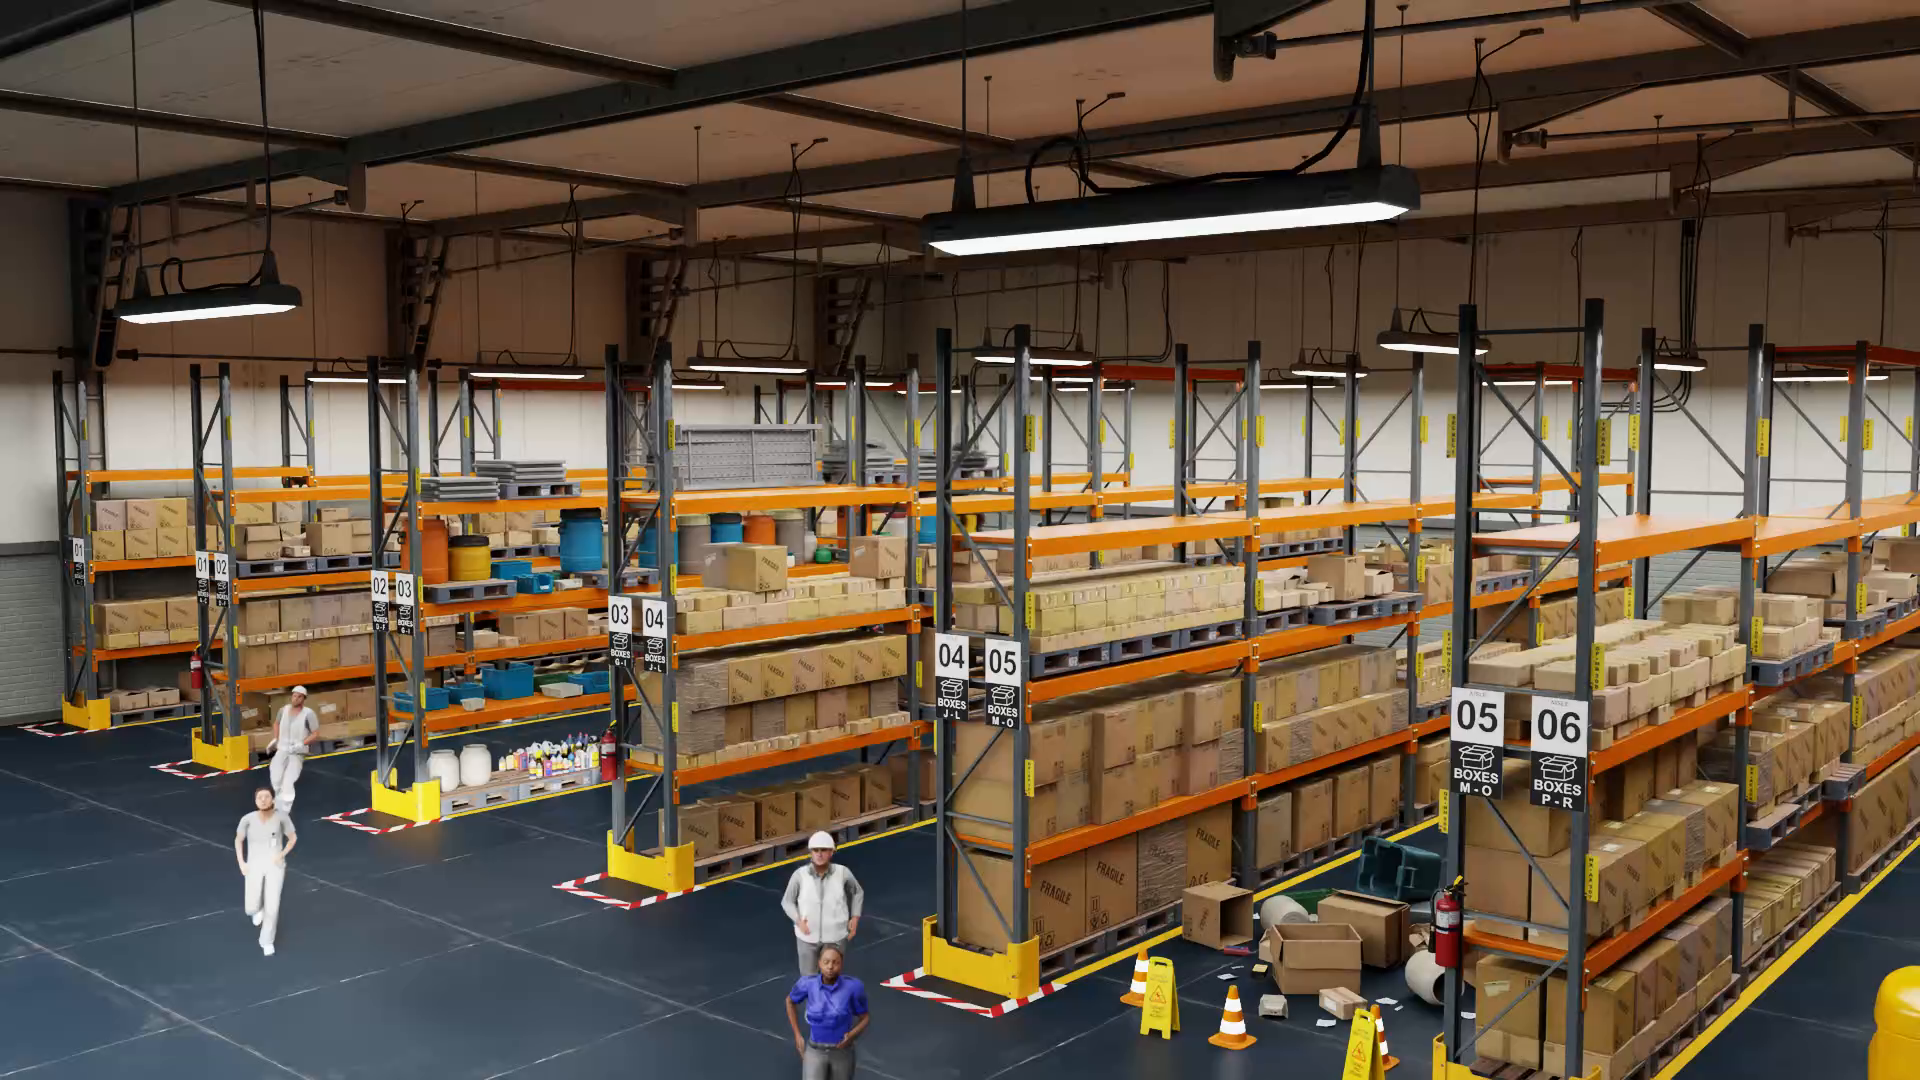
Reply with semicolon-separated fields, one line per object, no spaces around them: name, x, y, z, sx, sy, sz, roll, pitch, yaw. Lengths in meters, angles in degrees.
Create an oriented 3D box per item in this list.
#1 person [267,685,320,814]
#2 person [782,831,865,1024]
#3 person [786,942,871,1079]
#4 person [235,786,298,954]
person;-8.661;2.747;21.522;0.708;1.714;0.597;0;4;-1
person;-1.137;3.291;13.812;0.683;1.783;0.810;0;4;-2
person;-0.893;3.529;11.322;0.572;1.609;0.649;-1;4;-7
person;-6.772;3.192;16.252;0.565;1.600;0.620;-1;4;-17
